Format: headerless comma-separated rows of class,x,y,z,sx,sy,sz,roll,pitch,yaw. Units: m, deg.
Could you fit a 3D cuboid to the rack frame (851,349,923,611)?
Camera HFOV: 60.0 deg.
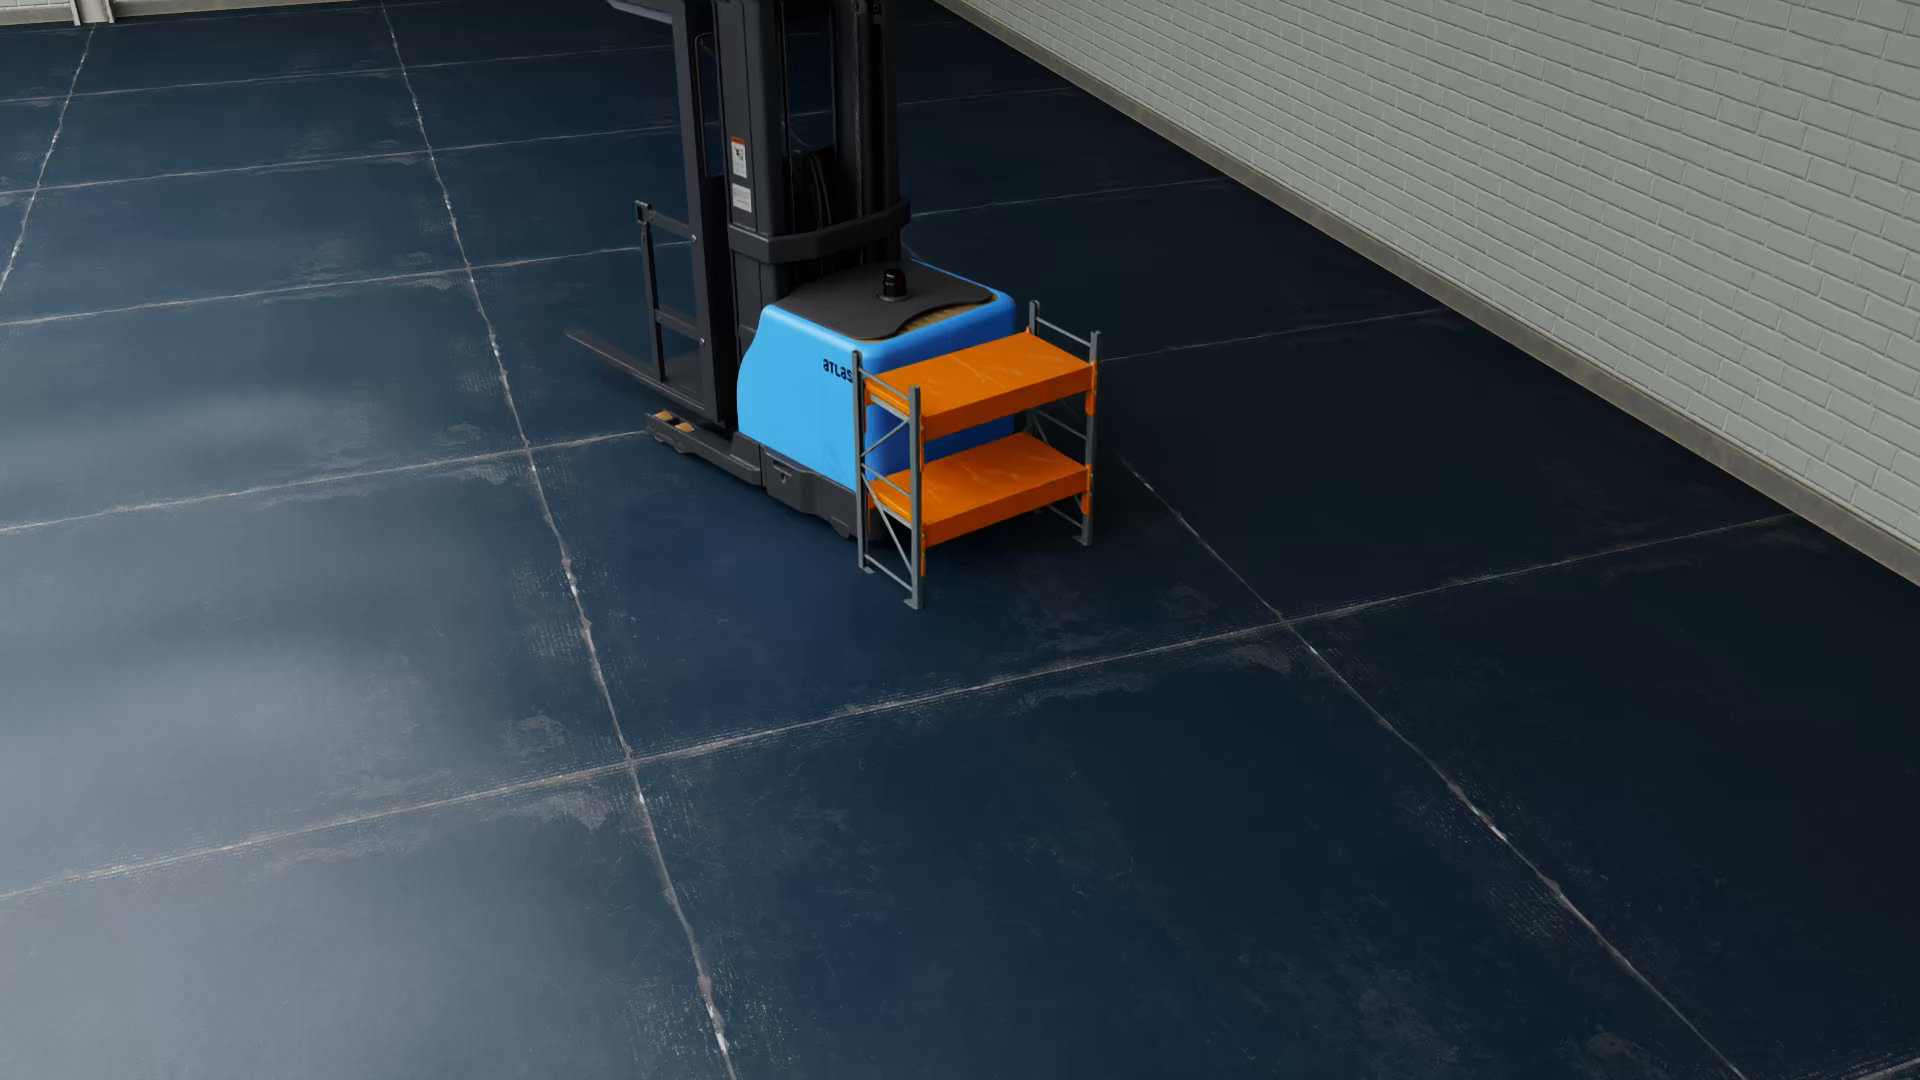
rack frame,-0.330,-0.265,7.575,0.032,1.125,0.500,-20,35,-31

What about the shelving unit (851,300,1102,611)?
shelving unit,0.081,-0.413,7.835,1.048,1.125,0.538,-20,35,-31

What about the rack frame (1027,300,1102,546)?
rack frame,0.492,-0.562,8.095,0.032,1.125,0.500,-20,35,-31

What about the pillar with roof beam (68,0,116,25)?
pillar with roof beam,-7.981,-7.609,12.514,0.400,9.000,9.100,-10,31,-18

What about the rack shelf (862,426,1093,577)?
rack shelf,0.081,-0.201,7.957,1.000,0.278,0.538,-20,35,-31

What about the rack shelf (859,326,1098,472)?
rack shelf,0.082,-0.667,7.689,1.000,0.278,0.538,-20,35,-31

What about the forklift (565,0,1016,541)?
forklift,-1.089,-1.902,8.628,1.130,2.935,3.031,-25,38,-37
